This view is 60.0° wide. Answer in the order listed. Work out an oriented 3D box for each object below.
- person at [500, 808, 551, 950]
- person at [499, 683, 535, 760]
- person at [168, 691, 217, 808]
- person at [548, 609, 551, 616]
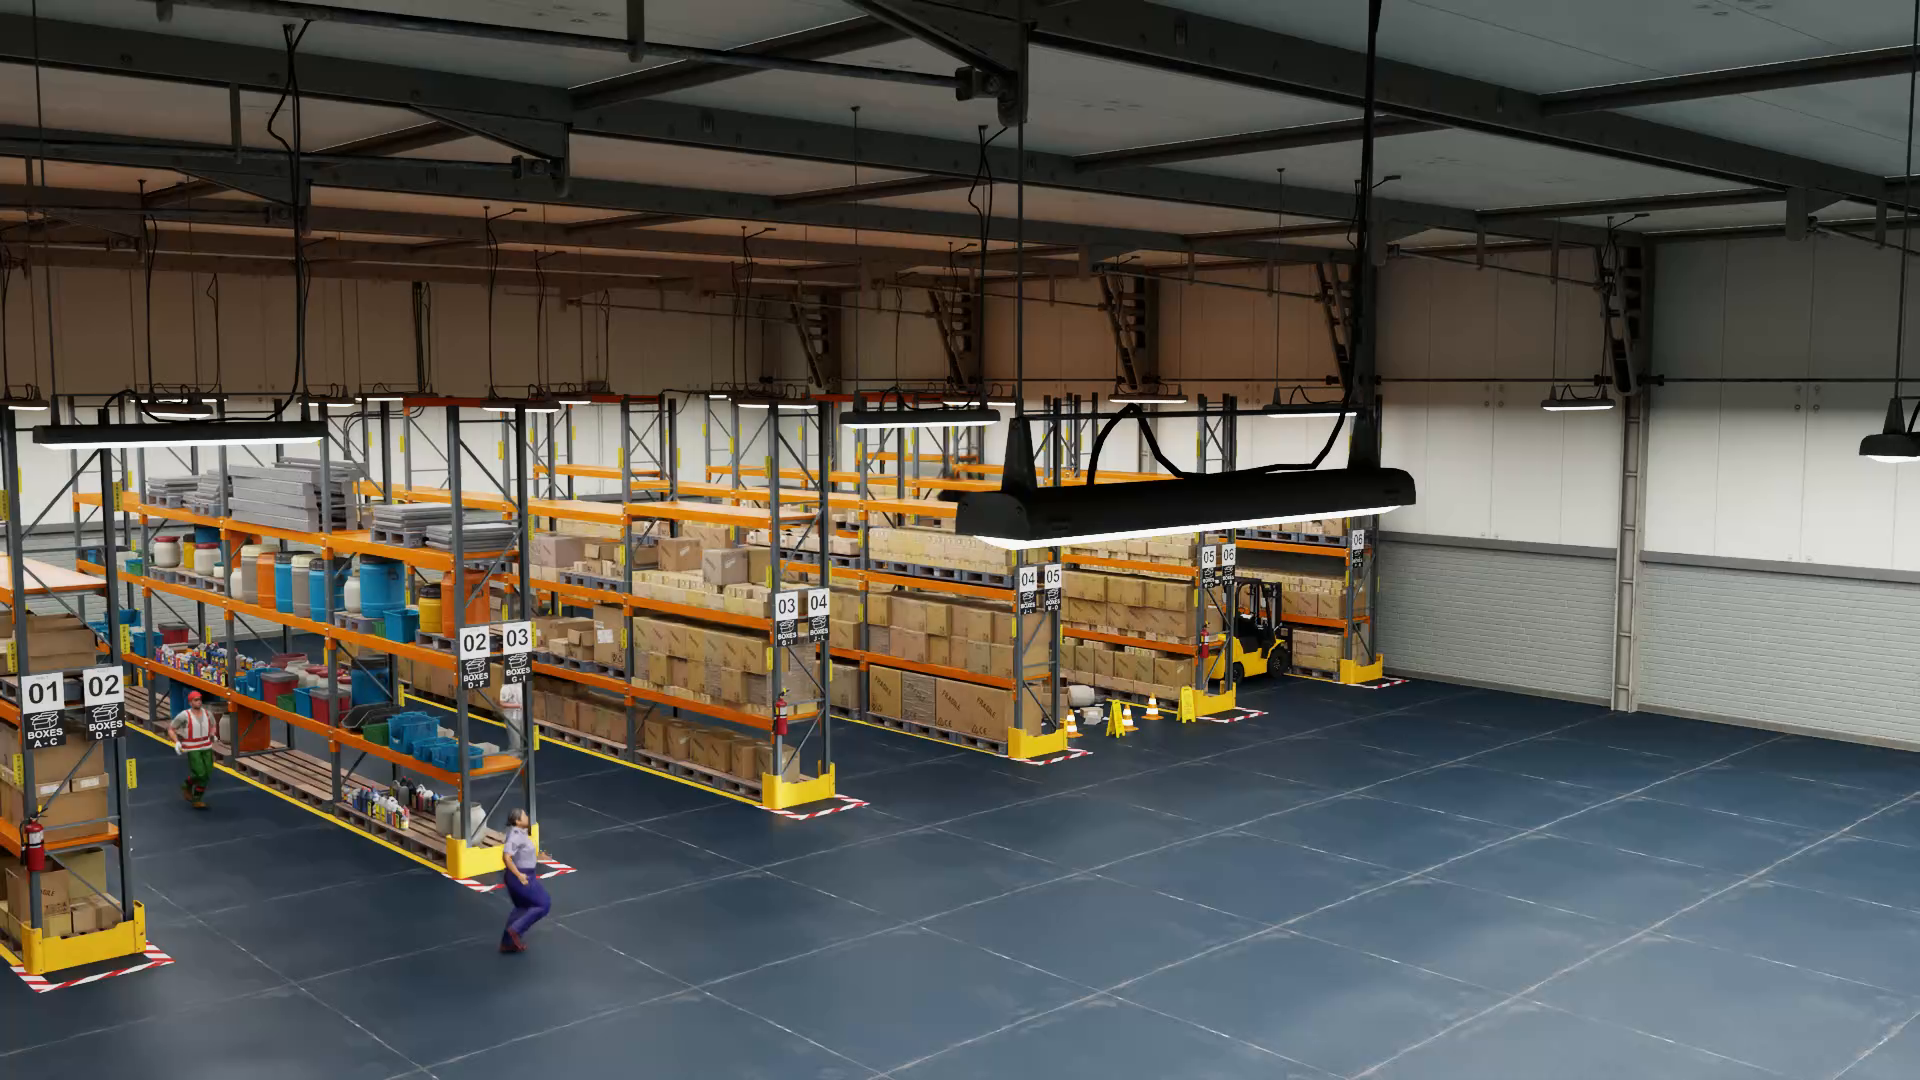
[{"bbox_3d":[-4.811,3.747,18.402,0.567,1.606,0.593,-3,6,-25],"label":"person"},{"bbox_3d":[-7.093,2.864,26.858,0.645,1.760,0.640,4,7,38],"label":"person"},{"bbox_3d":[-11.209,3.092,24.495,0.581,1.740,0.652,4,7,36],"label":"person"},{"bbox_3d":[-8.178,2.229,33.559,0.679,1.721,0.576,-5,7,-41],"label":"person"}]
